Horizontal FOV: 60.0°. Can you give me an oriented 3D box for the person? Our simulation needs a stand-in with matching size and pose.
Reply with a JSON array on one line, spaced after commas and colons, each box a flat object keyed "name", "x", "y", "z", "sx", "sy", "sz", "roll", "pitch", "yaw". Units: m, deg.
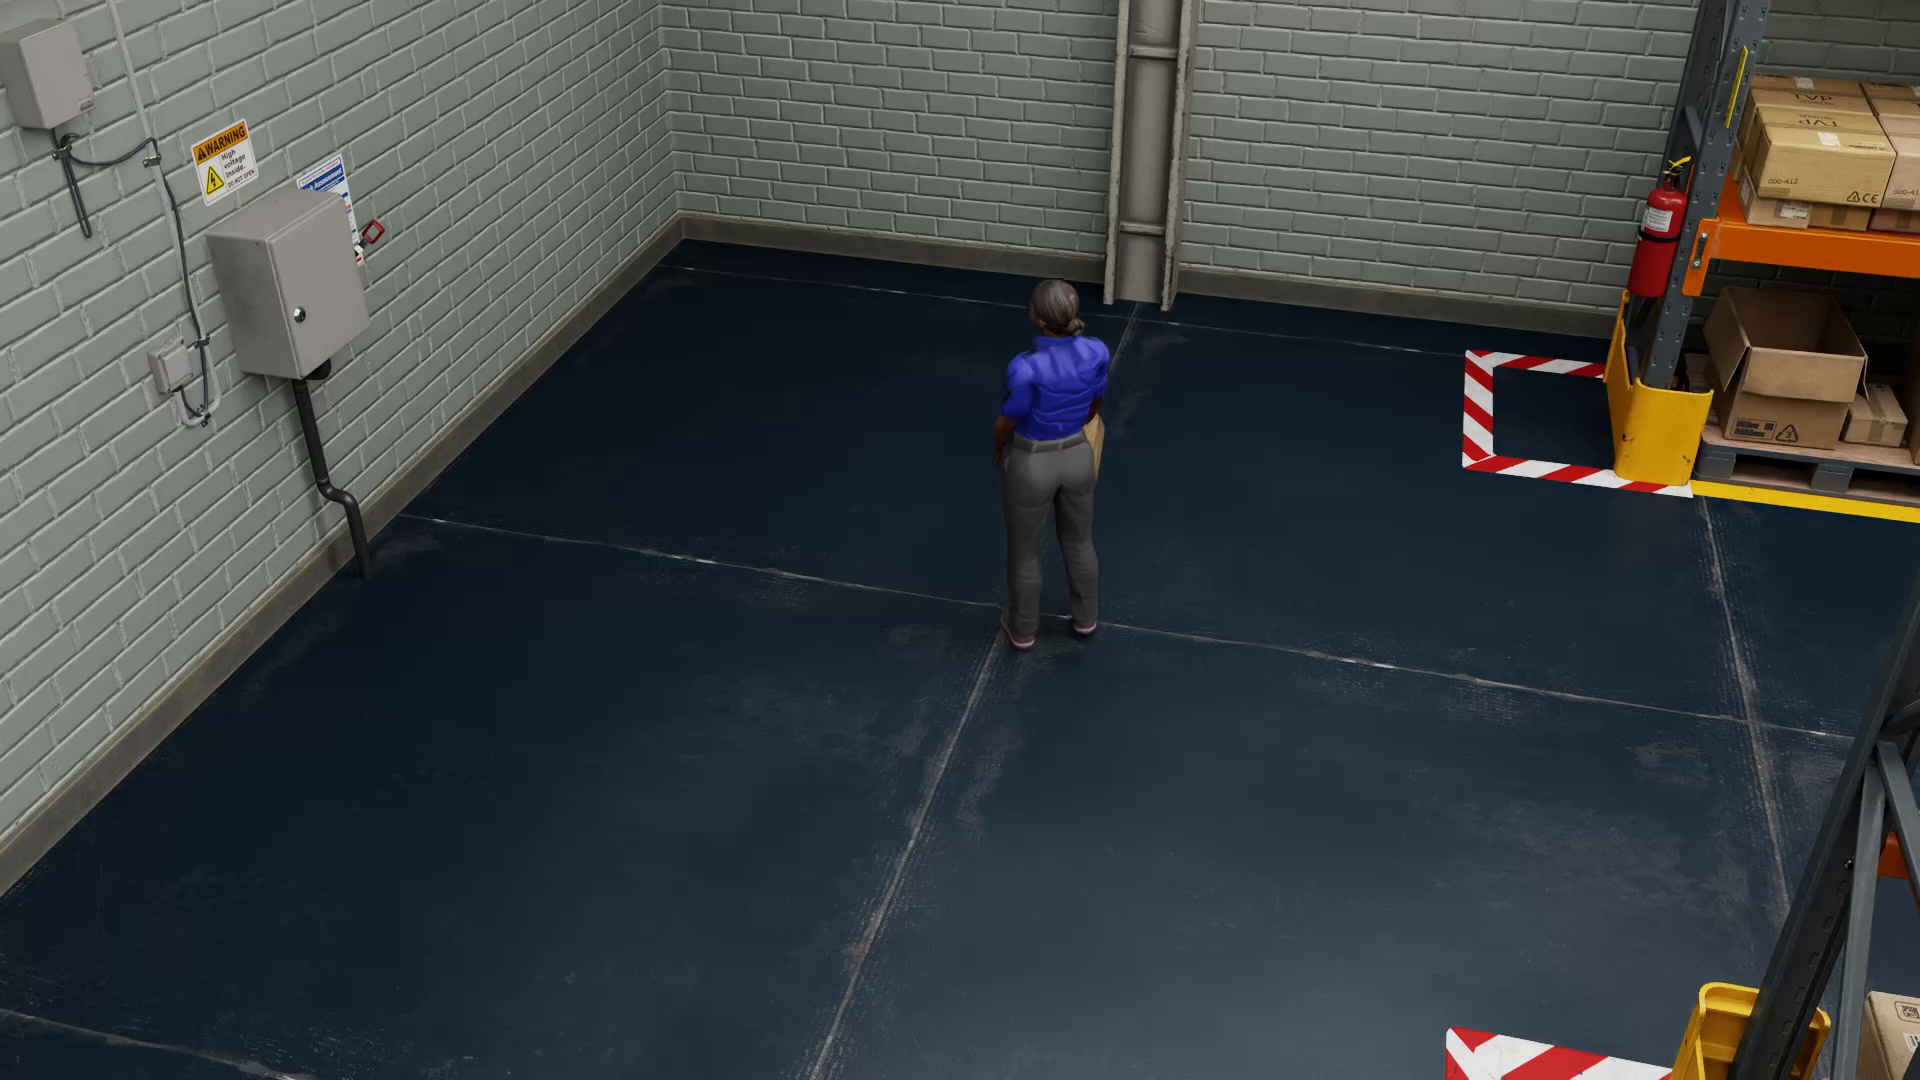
[{"name": "person", "x": 0.369, "y": -0.309, "z": 6.597, "sx": 0.554, "sy": 1.661, "sz": 0.420, "roll": -15, "pitch": 36, "yaw": -21}]
